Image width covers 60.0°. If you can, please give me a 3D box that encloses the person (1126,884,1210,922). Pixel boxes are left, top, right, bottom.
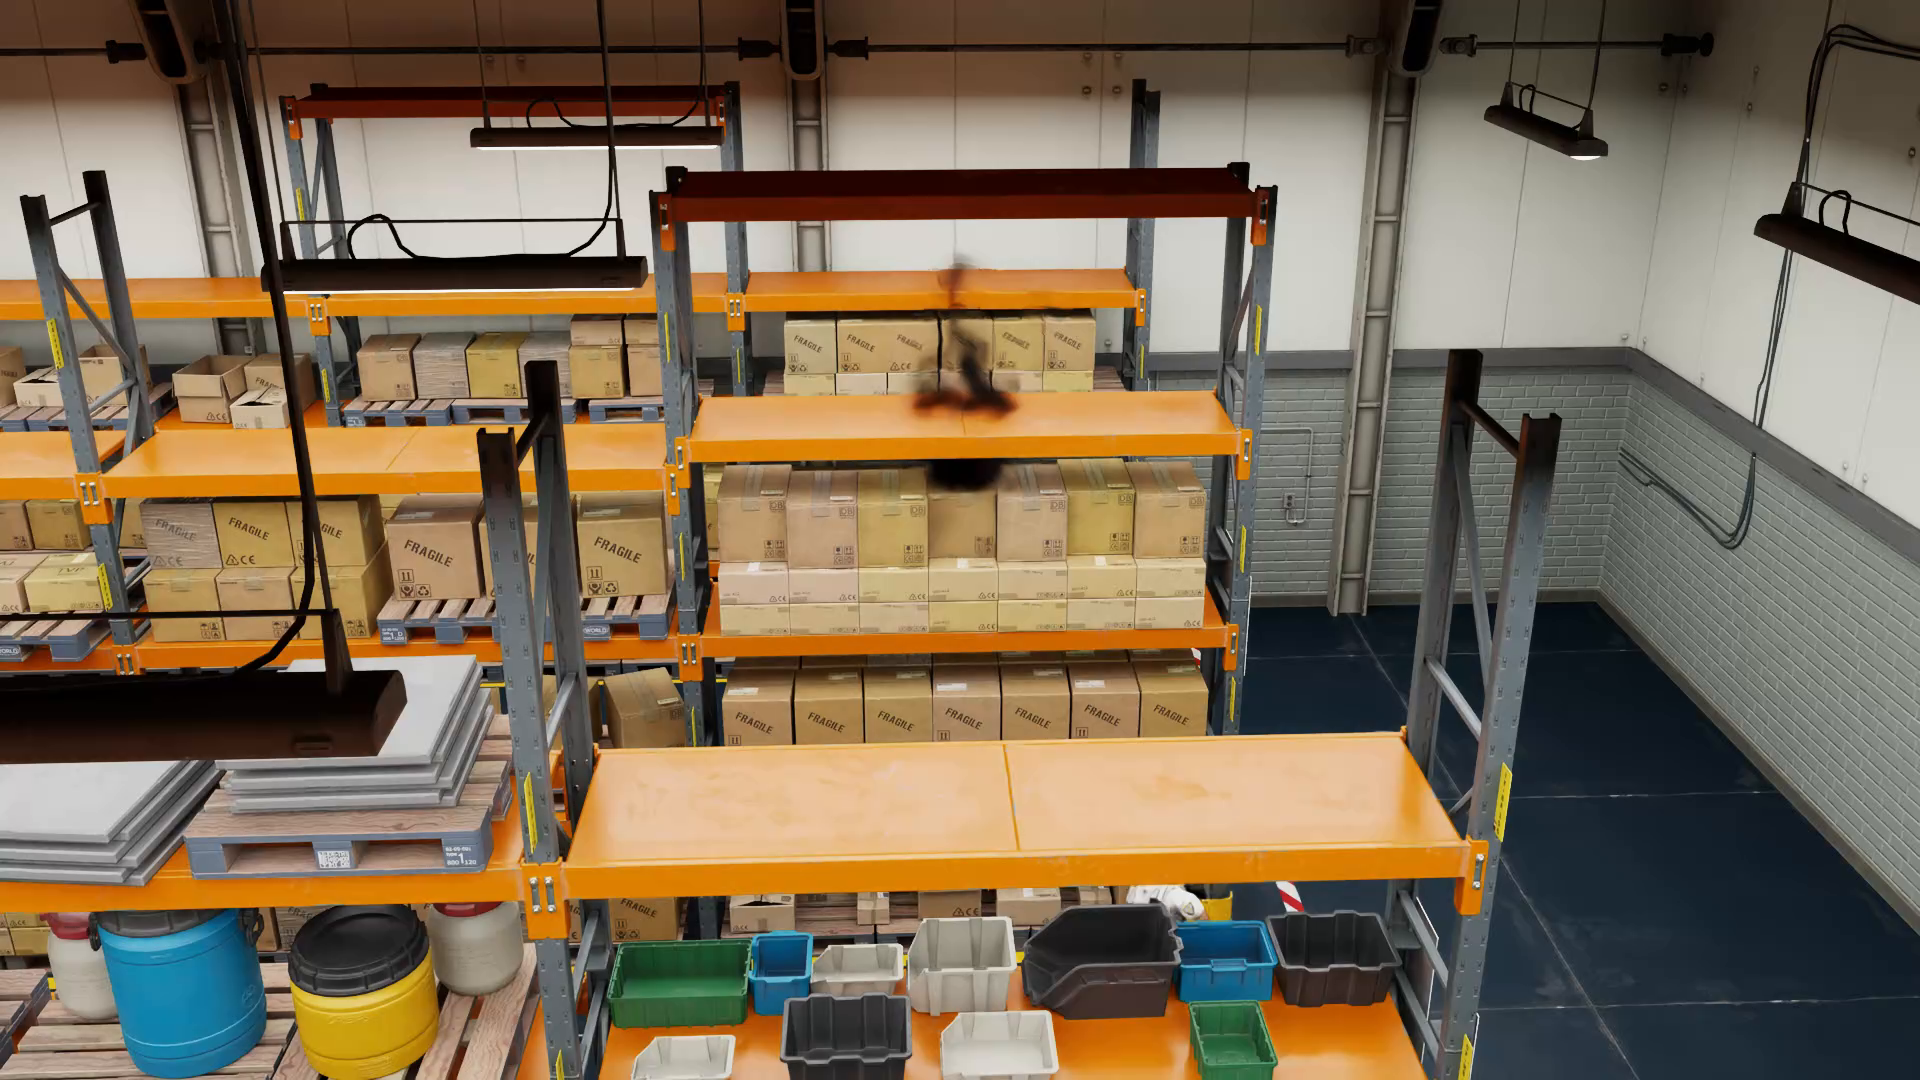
[{"bbox_3d":[1.429,2.909,11.709,0.809,1.843,0.673,-7,23,-17],"label":"person"}]
